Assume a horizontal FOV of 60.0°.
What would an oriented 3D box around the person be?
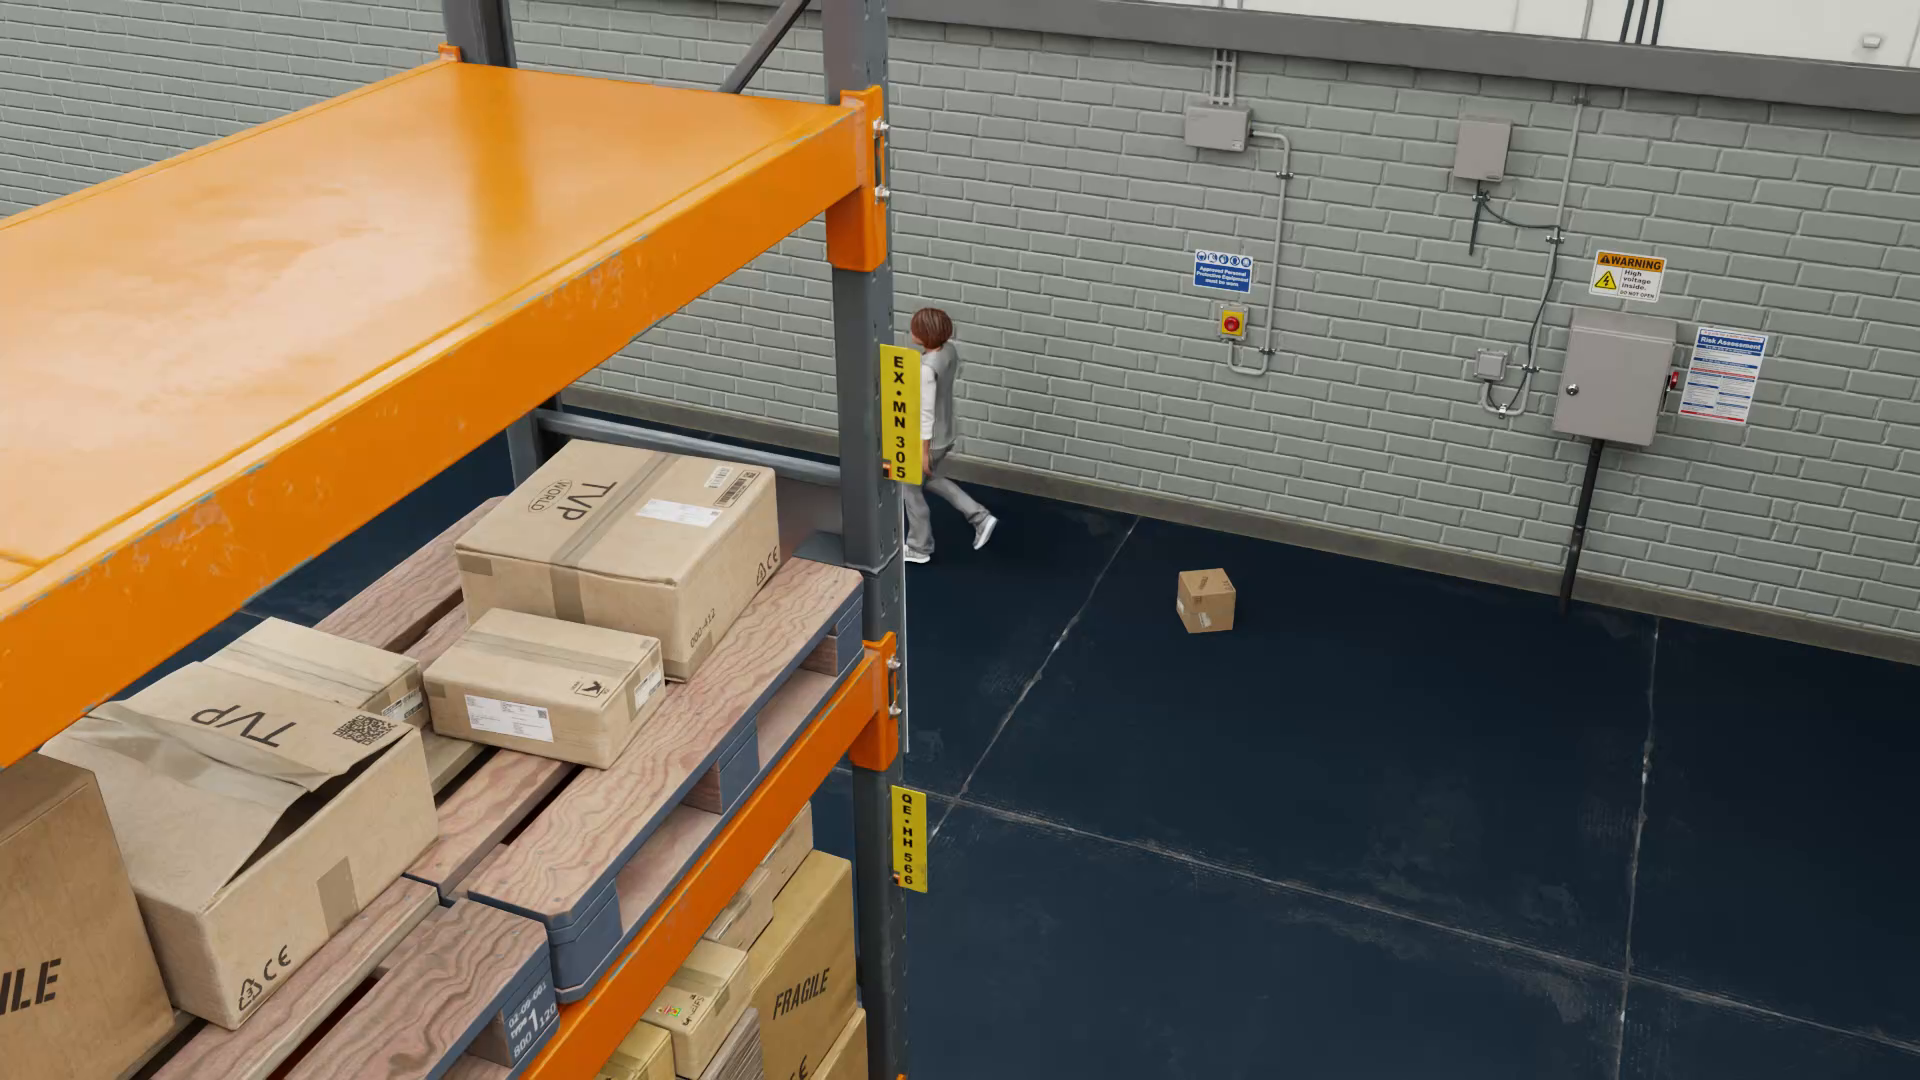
[{"bbox_3d":[-0.116,-0.555,9.330,0.640,1.567,0.424,13,32,21],"label":"person"}]
